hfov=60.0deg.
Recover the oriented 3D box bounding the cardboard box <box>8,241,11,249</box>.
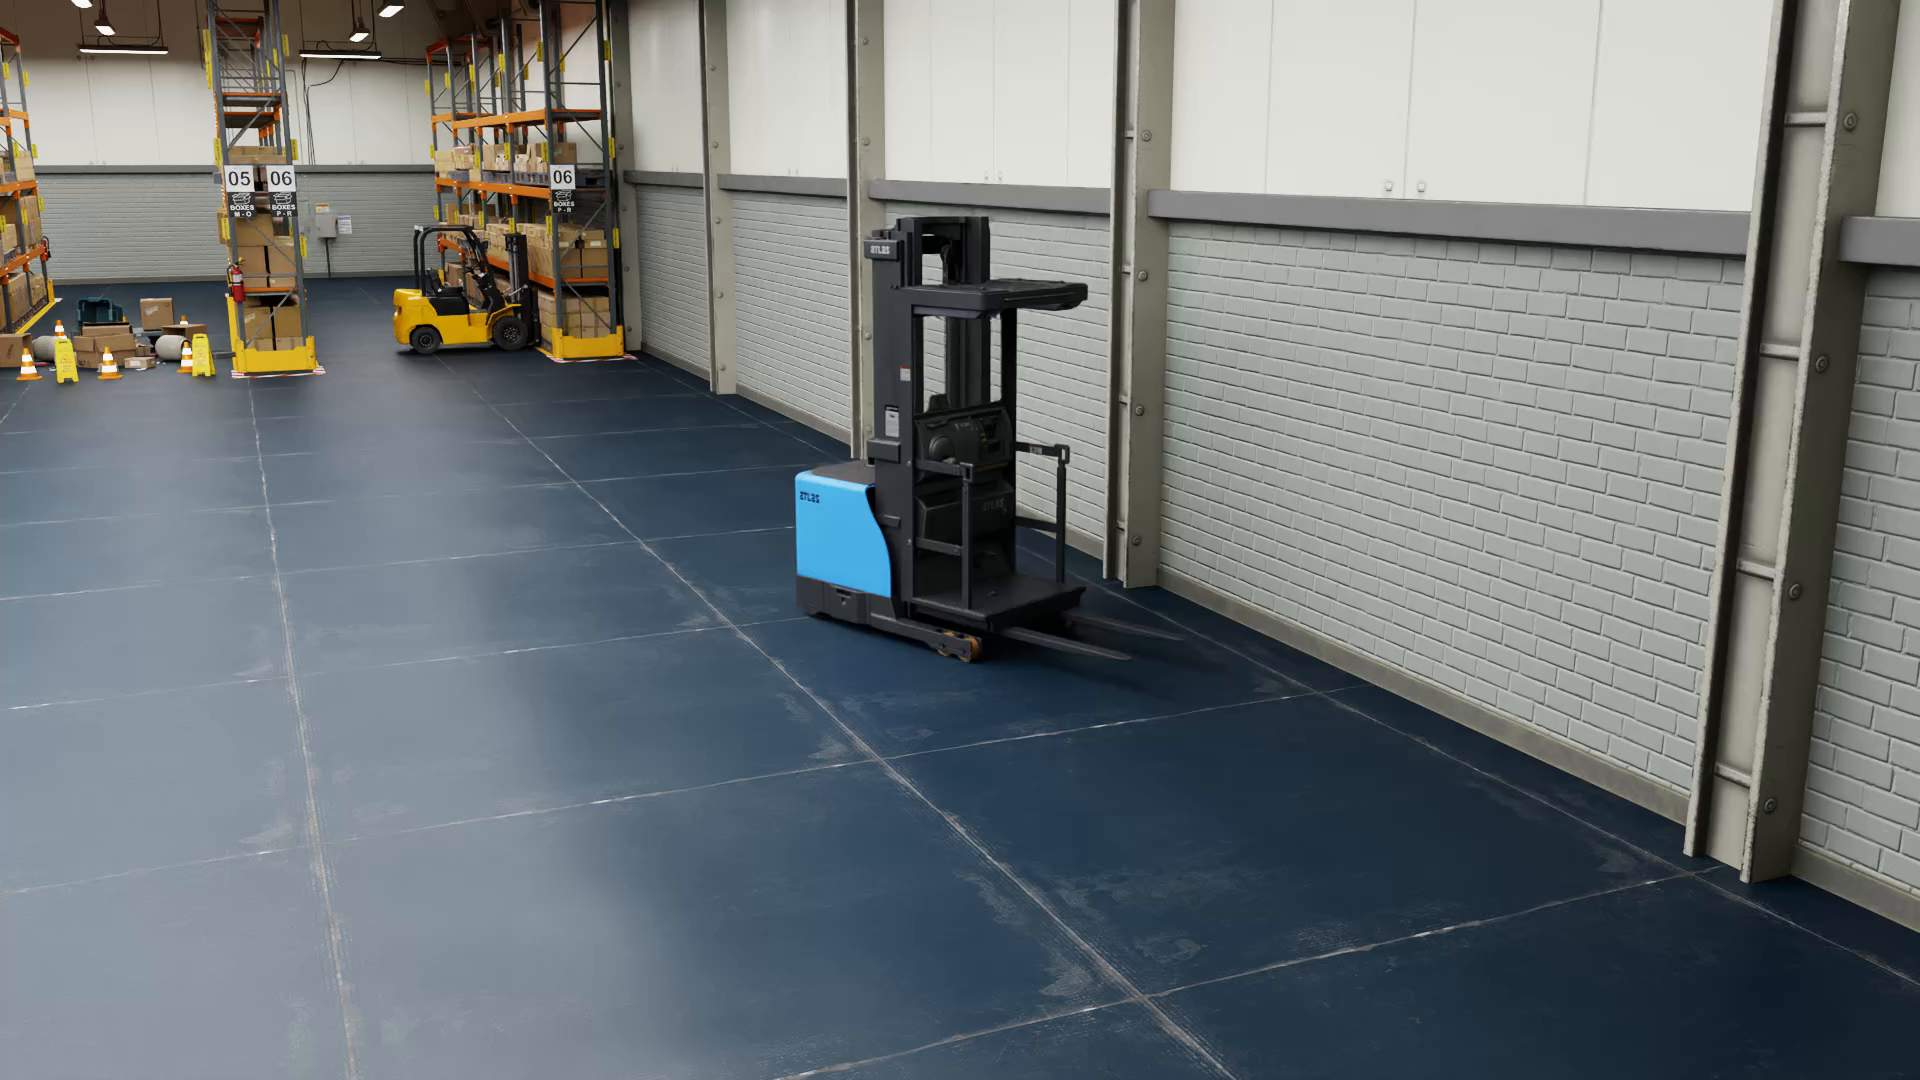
[{"bbox_3d":[-19.357,-5.937,33.495,0.380,0.149,0.250,-5,14,-21],"label":"cardboard box"}]

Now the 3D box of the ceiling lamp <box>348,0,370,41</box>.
[{"bbox_3d":[-12.859,-12.500,35.974,0.800,3.185,2.000,-6,14,-23],"label":"ceiling lamp"}]

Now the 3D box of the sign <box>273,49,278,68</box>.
[{"bbox_3d":[-12.018,-8.464,29.238,0.100,0.325,0.005,-6,14,-23],"label":"sign"}]

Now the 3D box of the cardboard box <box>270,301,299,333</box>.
[{"bbox_3d":[-11.214,-3.711,27.755,0.500,0.500,0.500,-6,14,-25],"label":"cardboard box"}]

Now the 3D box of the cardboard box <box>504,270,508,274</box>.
[{"bbox_3d":[-9.930,-5.933,37.024,0.380,0.149,0.250,-6,14,-24],"label":"cardboard box"}]

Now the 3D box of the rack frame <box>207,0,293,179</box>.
[{"bbox_3d":[-10.921,-7.099,25.586,1.000,3.000,0.127,-6,14,-23],"label":"rack frame"}]

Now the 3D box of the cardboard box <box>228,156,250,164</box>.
[{"bbox_3d":[-11.327,-5.947,26.049,0.380,0.149,0.250,-5,14,-22],"label":"cardboard box"}]

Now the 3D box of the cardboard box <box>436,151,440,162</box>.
[{"bbox_3d":[-12.649,-9.487,41.119,0.500,0.250,0.500,-6,14,-23],"label":"cardboard box"}]

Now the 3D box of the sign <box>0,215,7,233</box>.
[{"bbox_3d":[-18.113,-5.976,31.471,0.100,0.325,0.005,-6,14,-23],"label":"sign"}]

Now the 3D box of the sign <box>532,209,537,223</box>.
[{"bbox_3d":[-9.071,-6.893,35.433,0.100,0.325,0.005,-6,14,-23],"label":"sign"}]

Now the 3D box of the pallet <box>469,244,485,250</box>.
[{"bbox_3d":[-10.362,-6.586,37.100,1.003,0.211,1.213,-6,14,-23],"label":"pallet"}]

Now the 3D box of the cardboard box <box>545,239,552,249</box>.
[{"bbox_3d":[-6.899,-5.087,28.535,0.380,0.149,0.250,-5,14,-22],"label":"cardboard box"}]

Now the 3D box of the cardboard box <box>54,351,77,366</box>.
[{"bbox_3d":[-14.642,-3.014,27.304,0.396,0.266,0.258,-3,13,-13],"label":"cardboard box"}]

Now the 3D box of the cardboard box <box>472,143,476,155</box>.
[{"bbox_3d":[-10.996,-8.987,38.220,0.396,0.266,0.258,-6,14,-24],"label":"cardboard box"}]

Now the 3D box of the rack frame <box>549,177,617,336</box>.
[{"bbox_3d":[-6.374,-4.626,28.203,1.000,3.000,0.127,-6,14,-23],"label":"rack frame"}]

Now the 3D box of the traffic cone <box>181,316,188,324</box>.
[{"bbox_3d":[-14.302,-3.897,30.680,0.336,0.463,0.334,-6,14,-23],"label":"traffic cone"}]

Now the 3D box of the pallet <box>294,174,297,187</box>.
[{"bbox_3d":[-12.673,-6.510,30.109,1.213,0.211,1.003,-6,14,-23],"label":"pallet"}]

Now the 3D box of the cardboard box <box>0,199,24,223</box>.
[{"bbox_3d":[-20.180,-6.984,35.293,0.500,0.500,0.500,-5,14,-22],"label":"cardboard box"}]

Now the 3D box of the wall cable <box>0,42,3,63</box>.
[{"bbox_3d":[-25.517,-12.557,42.031,2.277,5.999,0.120,-6,14,-23],"label":"wall cable"}]

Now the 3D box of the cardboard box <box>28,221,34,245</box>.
[{"bbox_3d":[-20.564,-6.715,36.351,0.500,0.500,0.500,-6,14,-24],"label":"cardboard box"}]

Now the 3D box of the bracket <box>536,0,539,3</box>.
[{"bbox_3d":[-7.351,-10.113,30.626,0.076,0.066,4.783,-6,14,-23],"label":"bracket"}]

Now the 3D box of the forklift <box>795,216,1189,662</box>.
[{"bbox_3d":[0.189,-0.734,11.539,3.031,2.935,1.130,12,18,42],"label":"forklift"}]

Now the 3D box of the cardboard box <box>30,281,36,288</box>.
[{"bbox_3d":[-20.526,-5.605,36.506,0.380,0.149,0.250,-5,14,-22],"label":"cardboard box"}]

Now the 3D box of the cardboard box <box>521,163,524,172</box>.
[{"bbox_3d":[-7.767,-6.765,30.200,0.380,0.149,0.250,-5,14,-21],"label":"cardboard box"}]

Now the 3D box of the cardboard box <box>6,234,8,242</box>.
[{"bbox_3d":[-19.259,-6.028,33.227,0.380,0.149,0.250,-5,14,-21],"label":"cardboard box"}]

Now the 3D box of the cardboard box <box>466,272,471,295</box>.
[{"bbox_3d":[-11.193,-5.971,38.630,0.500,0.500,0.500,-5,14,-21],"label":"cardboard box"}]

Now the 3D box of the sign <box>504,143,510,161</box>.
[{"bbox_3d":[-8.470,-7.267,31.121,0.100,0.325,0.005,-6,14,-23],"label":"sign"}]

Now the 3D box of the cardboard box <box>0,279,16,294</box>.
[{"bbox_3d":[-18.878,-4.982,32.694,0.500,0.250,0.500,-6,14,-24],"label":"cardboard box"}]

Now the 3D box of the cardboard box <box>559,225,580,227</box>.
[{"bbox_3d":[-7.088,-5.655,30.333,0.380,0.149,0.250,-6,14,-24],"label":"cardboard box"}]

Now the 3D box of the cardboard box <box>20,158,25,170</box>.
[{"bbox_3d":[-20.580,-8.149,35.999,0.500,0.250,0.500,-5,14,-22],"label":"cardboard box"}]

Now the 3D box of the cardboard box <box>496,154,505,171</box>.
[{"bbox_3d":[-8.797,-7.409,32.623,0.500,0.311,0.500,-6,14,-25],"label":"cardboard box"}]

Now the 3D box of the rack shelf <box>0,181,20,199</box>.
[{"bbox_3d":[-19.421,-6.885,32.910,1.077,0.370,4.000,-6,14,-23],"label":"rack shelf"}]

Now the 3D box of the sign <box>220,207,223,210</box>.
[{"bbox_3d":[-17.841,-7.893,40.227,0.100,0.325,0.005,-6,14,-23],"label":"sign"}]

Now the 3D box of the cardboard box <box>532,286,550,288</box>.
[{"bbox_3d":[-7.875,-4.569,30.909,0.500,0.250,0.500,-6,14,-23],"label":"cardboard box"}]

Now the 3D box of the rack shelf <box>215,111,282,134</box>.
[{"bbox_3d":[-13.324,-7.793,31.068,1.077,0.370,4.000,-6,14,-23],"label":"rack shelf"}]

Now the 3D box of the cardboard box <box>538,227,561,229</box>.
[{"bbox_3d":[-7.331,-5.507,29.689,0.380,0.149,0.250,-5,14,-22],"label":"cardboard box"}]

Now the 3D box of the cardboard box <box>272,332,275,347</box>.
[{"bbox_3d":[-11.418,-3.451,28.294,0.500,0.250,0.500,-5,14,-19],"label":"cardboard box"}]

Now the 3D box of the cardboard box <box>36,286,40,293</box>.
[{"bbox_3d":[-20.702,-5.569,37.012,0.380,0.149,0.250,-5,14,-22],"label":"cardboard box"}]

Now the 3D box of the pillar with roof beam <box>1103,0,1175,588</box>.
[{"bbox_3d":[-2.561,-3.666,10.752,9.100,9.000,0.400,-6,14,-23],"label":"pillar with roof beam"}]

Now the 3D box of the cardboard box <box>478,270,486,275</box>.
[{"bbox_3d":[-10.514,-5.937,37.042,0.380,0.149,0.250,-6,14,-26],"label":"cardboard box"}]

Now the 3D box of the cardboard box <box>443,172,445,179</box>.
[{"bbox_3d":[-12.344,-8.858,40.394,0.380,0.149,0.250,-6,14,-23],"label":"cardboard box"}]

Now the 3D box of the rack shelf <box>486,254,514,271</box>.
[{"bbox_3d":[-8.778,-5.515,33.640,1.077,0.370,4.000,-6,14,-23],"label":"rack shelf"}]

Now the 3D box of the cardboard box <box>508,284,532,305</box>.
[{"bbox_3d":[-8.500,-4.767,33.151,0.875,0.625,0.625,-6,14,-24],"label":"cardboard box"}]

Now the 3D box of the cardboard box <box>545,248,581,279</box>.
[{"bbox_3d":[-6.812,-4.752,28.528,0.500,0.500,0.500,-6,14,-24],"label":"cardboard box"}]

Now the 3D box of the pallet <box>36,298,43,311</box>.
[{"bbox_3d":[-21.017,-5.217,36.943,1.003,0.211,1.213,-6,14,-23],"label":"pallet"}]

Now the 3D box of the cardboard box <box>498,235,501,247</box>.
[{"bbox_3d":[-9.004,-6.018,33.446,0.500,0.250,0.500,-5,14,-22],"label":"cardboard box"}]

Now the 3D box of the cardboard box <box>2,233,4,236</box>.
[{"bbox_3d":[-19.048,-6.063,32.721,0.380,0.149,0.250,-5,14,-20],"label":"cardboard box"}]
